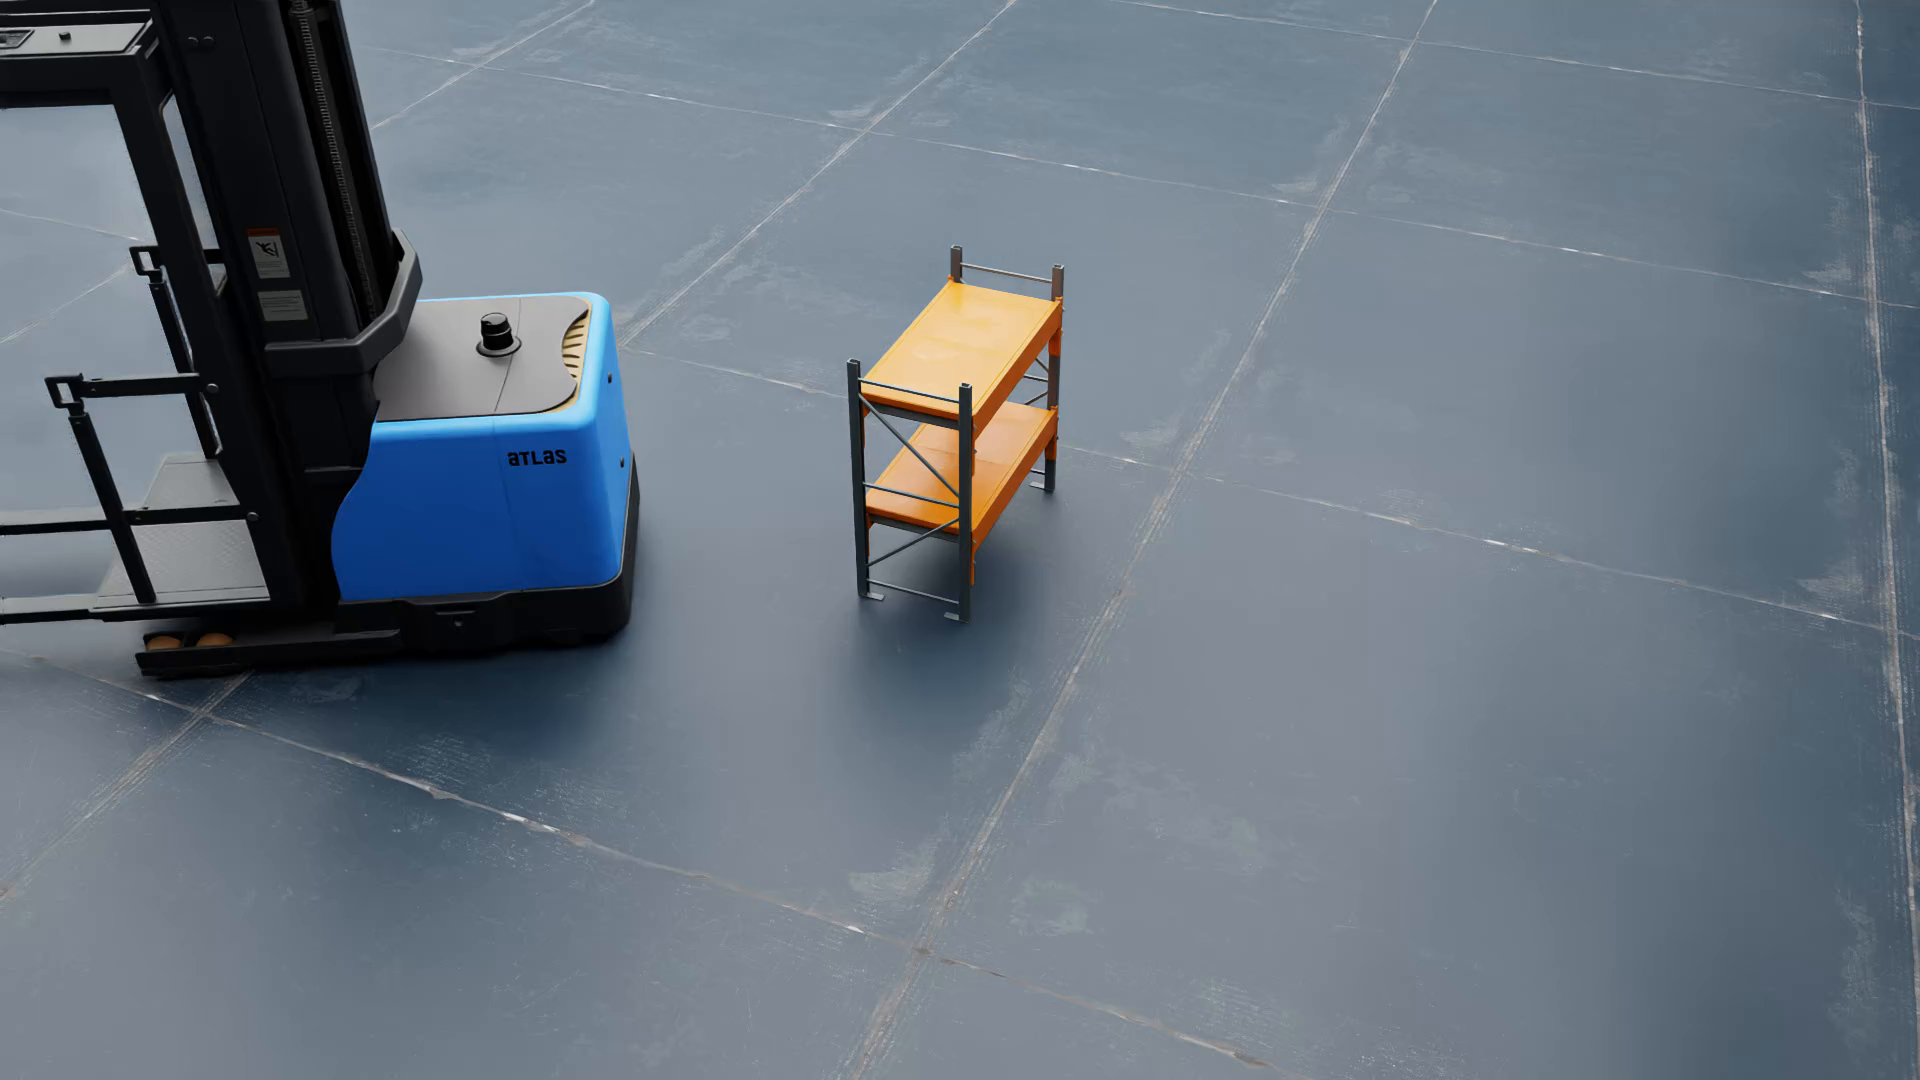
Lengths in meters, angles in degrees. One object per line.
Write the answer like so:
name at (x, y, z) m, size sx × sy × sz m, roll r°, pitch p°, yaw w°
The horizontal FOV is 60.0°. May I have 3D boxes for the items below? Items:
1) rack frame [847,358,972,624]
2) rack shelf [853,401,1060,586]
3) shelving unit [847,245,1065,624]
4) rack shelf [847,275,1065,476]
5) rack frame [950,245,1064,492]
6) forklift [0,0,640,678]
rack frame at (-0.191, -0.173, 6.542) m, size 0.500 × 1.125 × 0.032 m, roll 14°, pitch 39°, yaw 18°
rack shelf at (0.003, -0.258, 7.065) m, size 0.538 × 0.278 × 1.000 m, roll 14°, pitch 39°, yaw 18°
shelving unit at (0.003, -0.454, 6.918) m, size 0.538 × 1.125 × 1.048 m, roll 14°, pitch 39°, yaw 18°
rack shelf at (0.003, -0.689, 6.743) m, size 0.538 × 0.278 × 1.000 m, roll 14°, pitch 39°, yaw 18°
rack frame at (0.196, -0.736, 7.295) m, size 0.500 × 1.125 × 0.032 m, roll 14°, pitch 39°, yaw 18°
forklift at (-2.885, -0.966, 6.094) m, size 3.031 × 2.935 × 1.130 m, roll -4°, pitch 37°, yaw -5°
